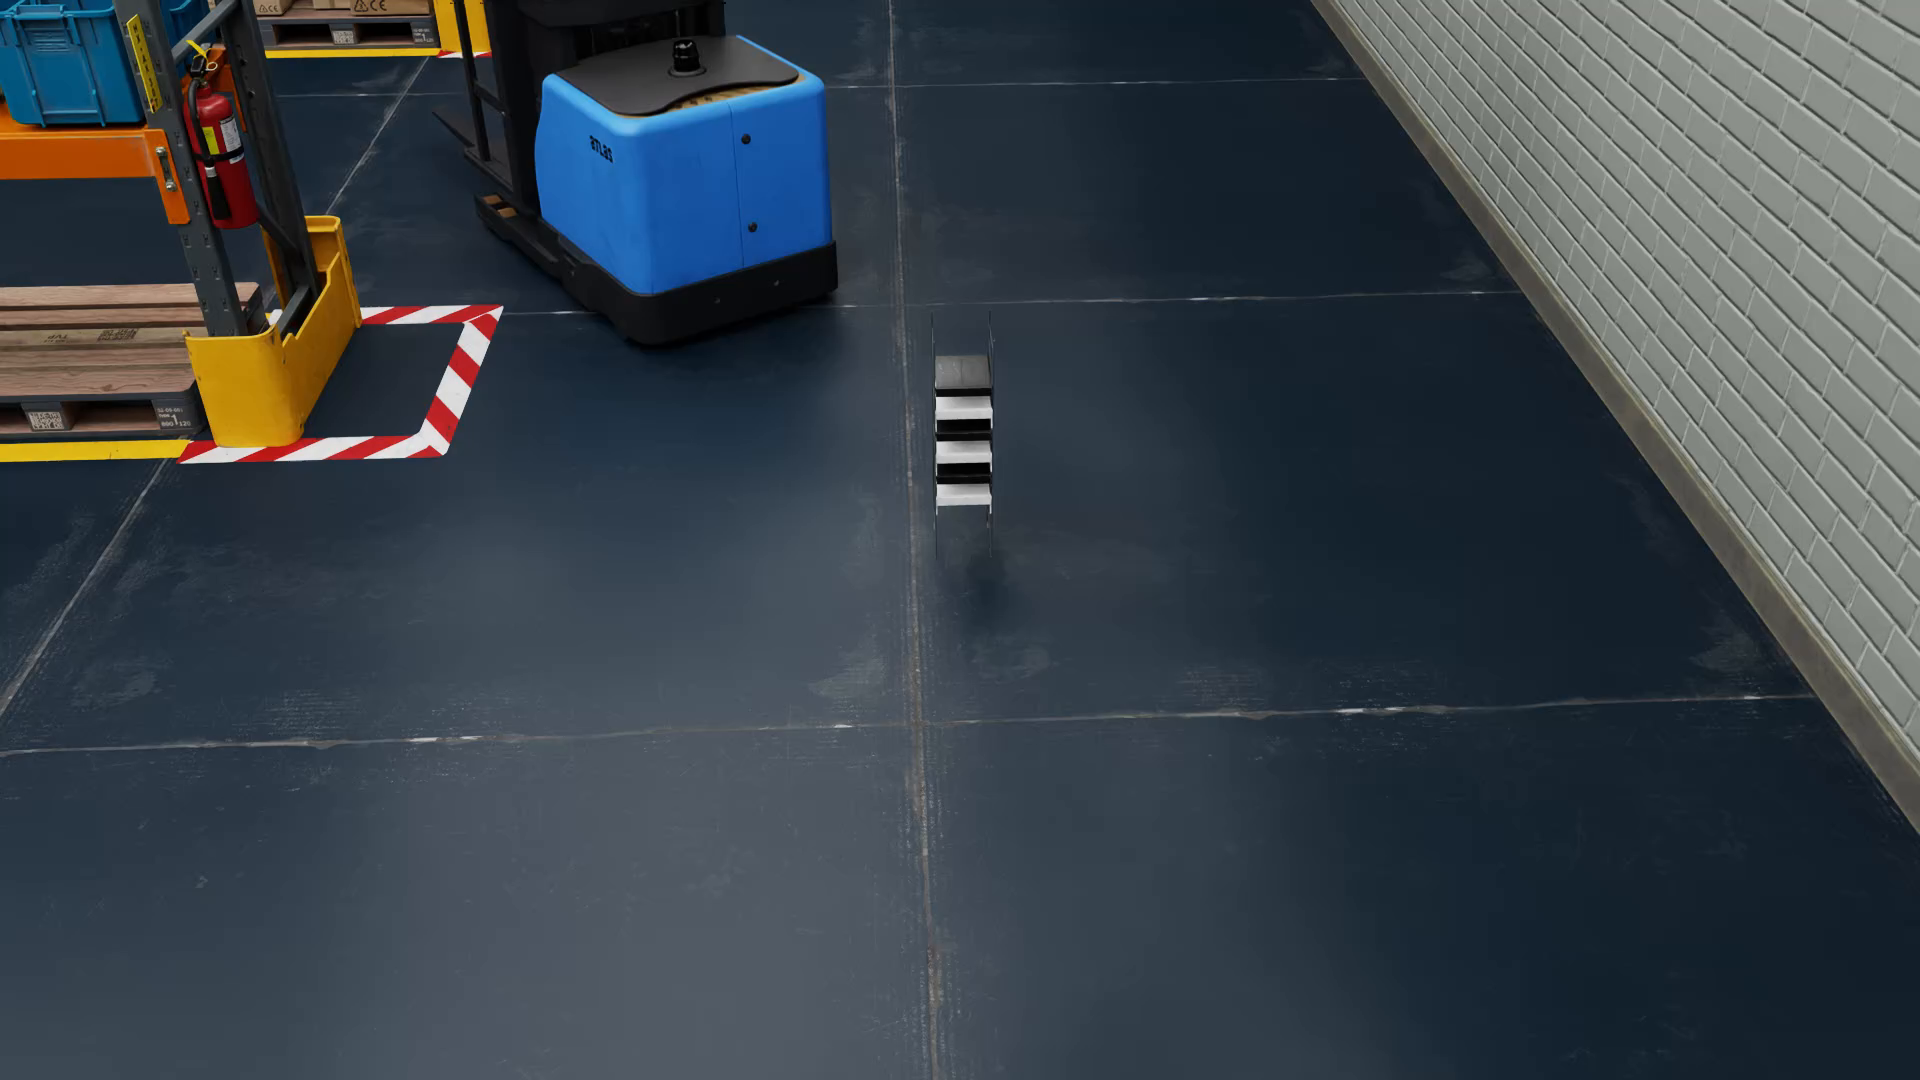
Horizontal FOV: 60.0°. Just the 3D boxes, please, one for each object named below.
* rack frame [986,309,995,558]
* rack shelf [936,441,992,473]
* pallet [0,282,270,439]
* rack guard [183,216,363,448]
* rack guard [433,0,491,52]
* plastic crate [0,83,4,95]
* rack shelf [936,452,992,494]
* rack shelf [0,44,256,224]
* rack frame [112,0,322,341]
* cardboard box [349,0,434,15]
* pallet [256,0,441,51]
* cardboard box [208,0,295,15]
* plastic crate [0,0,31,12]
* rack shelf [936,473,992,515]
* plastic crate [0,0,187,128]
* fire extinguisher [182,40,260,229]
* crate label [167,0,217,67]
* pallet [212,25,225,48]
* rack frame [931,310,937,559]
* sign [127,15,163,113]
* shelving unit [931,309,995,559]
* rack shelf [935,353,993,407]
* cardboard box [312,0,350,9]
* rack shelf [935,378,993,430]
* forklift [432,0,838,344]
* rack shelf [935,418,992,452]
[{"bbox_3d":[0.110,-0.373,5.998,0.006,0.900,0.240,-2,35,-2],"label":"rack frame"},{"bbox_3d":[0.008,-0.343,6.013,0.200,0.077,0.258,-2,35,-2],"label":"rack shelf"},{"bbox_3d":[-3.766,-0.790,7.206,1.213,0.211,1.003,-2,35,-2],"label":"pallet"},{"bbox_3d":[-2.917,-0.917,7.136,0.348,0.500,1.175,-2,35,-2],"label":"rack guard"},{"bbox_3d":[-3.247,-3.723,11.190,0.348,0.500,1.175,-2,35,-2],"label":"rack guard"},{"bbox_3d":[-3.746,-1.728,6.290,0.243,0.136,0.396,-2,35,-2],"label":"plastic crate"},{"bbox_3d":[0.008,-0.269,6.064,0.200,0.077,0.258,-2,35,-2],"label":"rack shelf"},{"bbox_3d":[-4.938,-1.587,6.540,4.000,0.370,1.077,-2,35,-2],"label":"rack shelf"},{"bbox_3d":[-2.940,-1.937,6.413,0.127,3.000,1.000,-2,35,-2],"label":"rack frame"},{"bbox_3d":[-3.703,-3.751,10.844,0.500,0.500,0.500,-2,35,-2],"label":"cardboard box"},{"bbox_3d":[-4.043,-3.582,11.240,1.213,0.211,1.003,-2,35,-2],"label":"pallet"},{"bbox_3d":[-4.653,-3.640,10.903,0.500,0.250,0.500,-2,35,-2],"label":"cardboard box"},{"bbox_3d":[-3.860,-2.055,6.679,0.300,0.233,0.416,-2,35,-2],"label":"plastic crate"},{"bbox_3d":[0.008,-0.195,6.116,0.200,0.077,0.258,-2,35,-2],"label":"rack shelf"},{"bbox_3d":[-3.266,-1.861,6.219,0.499,0.435,0.616,-2,35,-2],"label":"plastic crate"},{"bbox_3d":[-2.768,-1.497,6.174,0.183,0.674,0.296,-2,35,-2],"label":"fire extinguisher"},{"bbox_3d":[-3.203,-2.073,6.704,0.303,0.233,0.416,-2,35,-2],"label":"crate label"},{"bbox_3d":[-5.259,-3.551,11.195,1.213,0.211,1.003,-2,35,-2],"label":"pallet"},{"bbox_3d":[-0.093,-0.367,5.990,0.006,0.900,0.240,-2,35,-2],"label":"rack frame"},{"bbox_3d":[-2.898,-1.692,5.915,0.005,0.325,0.100,-2,35,-2],"label":"sign"},{"bbox_3d":[0.008,-0.370,5.994,0.210,0.900,0.258,-2,35,-2],"label":"shelving unit"},{"bbox_3d":[0.008,-0.565,5.860,0.200,0.077,0.258,-2,35,-2],"label":"rack shelf"},{"bbox_3d":[-4.112,-3.654,10.997,0.250,0.166,0.380,-2,35,-2],"label":"cardboard box"},{"bbox_3d":[0.008,-0.491,5.911,0.200,0.077,0.258,-2,35,-2],"label":"rack shelf"},{"bbox_3d":[-1.835,-2.865,7.815,1.130,2.935,3.031,-22,40,-28],"label":"forklift"},{"bbox_3d":[0.008,-0.417,5.962,0.200,0.077,0.258,-2,35,-2],"label":"rack shelf"}]
